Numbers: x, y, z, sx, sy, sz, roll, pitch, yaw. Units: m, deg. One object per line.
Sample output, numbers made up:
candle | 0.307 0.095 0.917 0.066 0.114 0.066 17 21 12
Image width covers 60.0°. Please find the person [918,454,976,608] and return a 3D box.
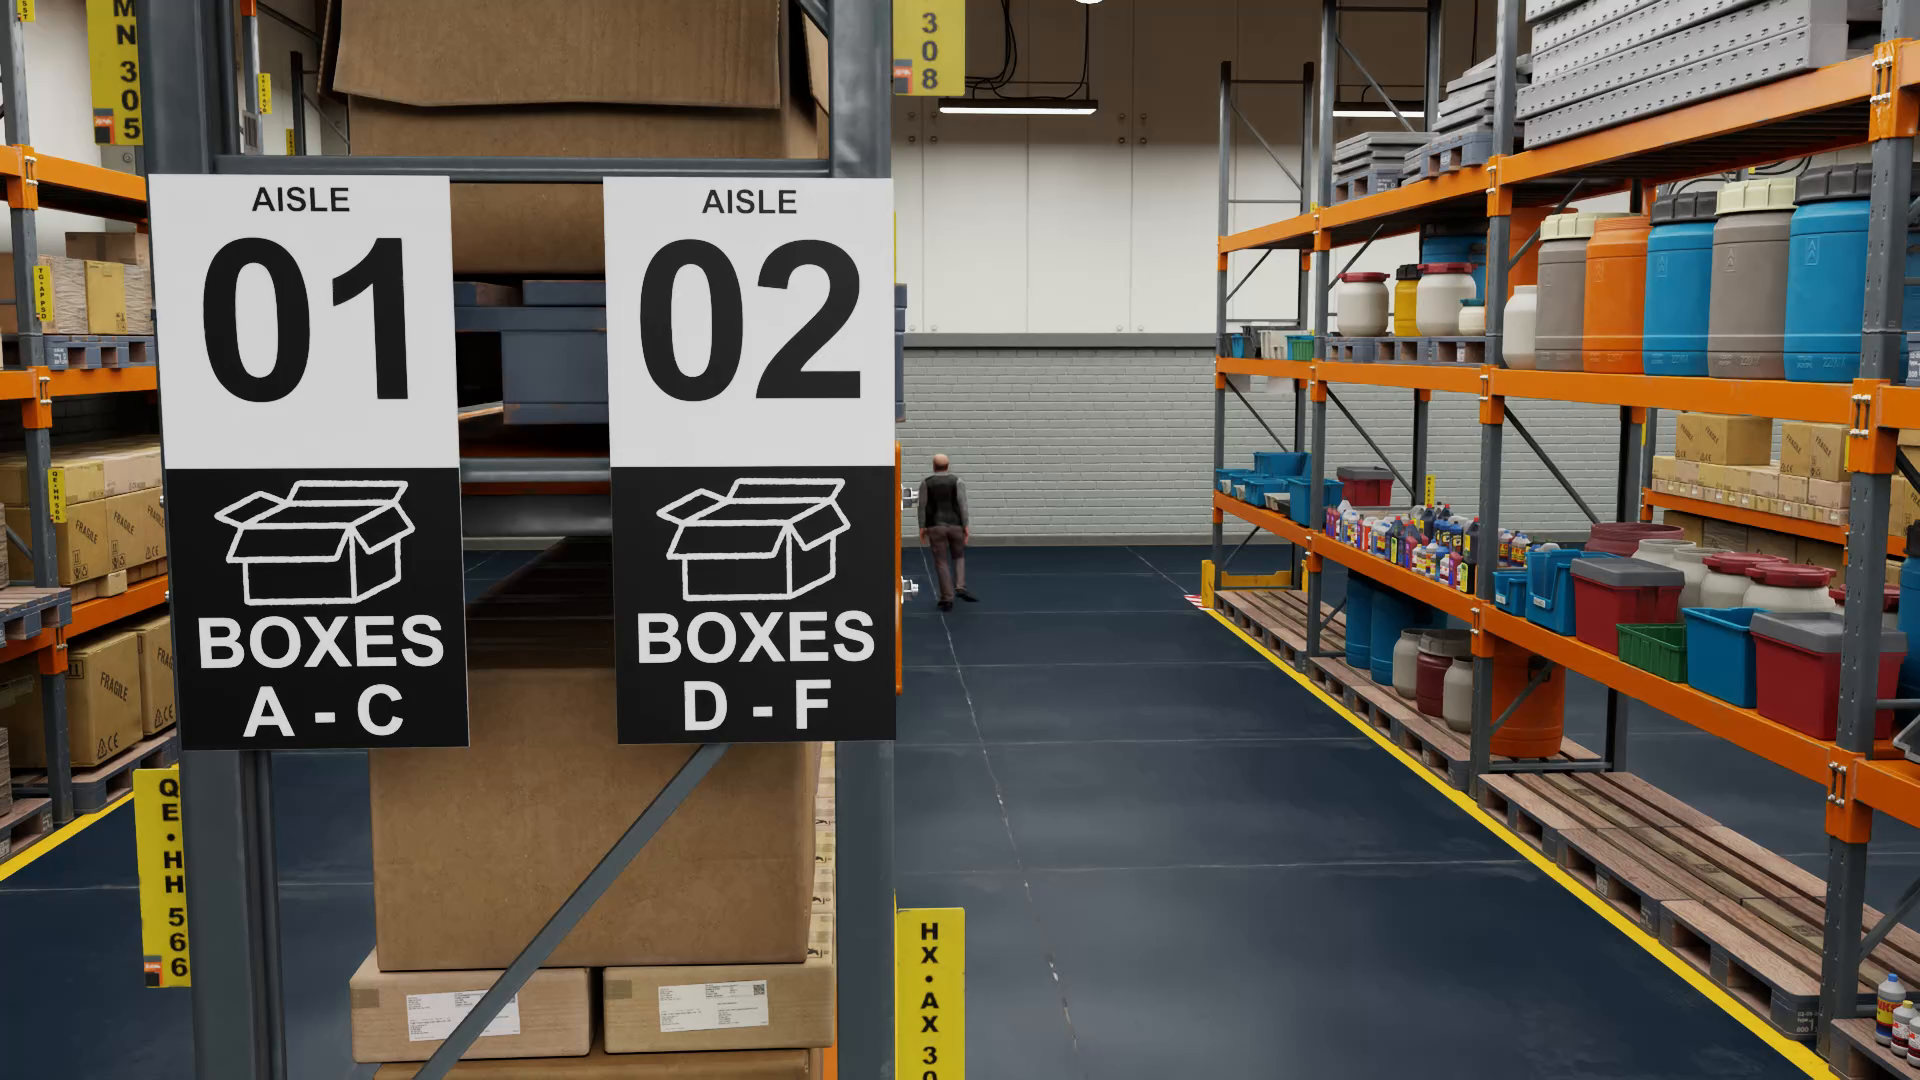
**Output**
person | -0.147 -0.110 18.608 0.649 1.708 0.508 -1 7 -9
